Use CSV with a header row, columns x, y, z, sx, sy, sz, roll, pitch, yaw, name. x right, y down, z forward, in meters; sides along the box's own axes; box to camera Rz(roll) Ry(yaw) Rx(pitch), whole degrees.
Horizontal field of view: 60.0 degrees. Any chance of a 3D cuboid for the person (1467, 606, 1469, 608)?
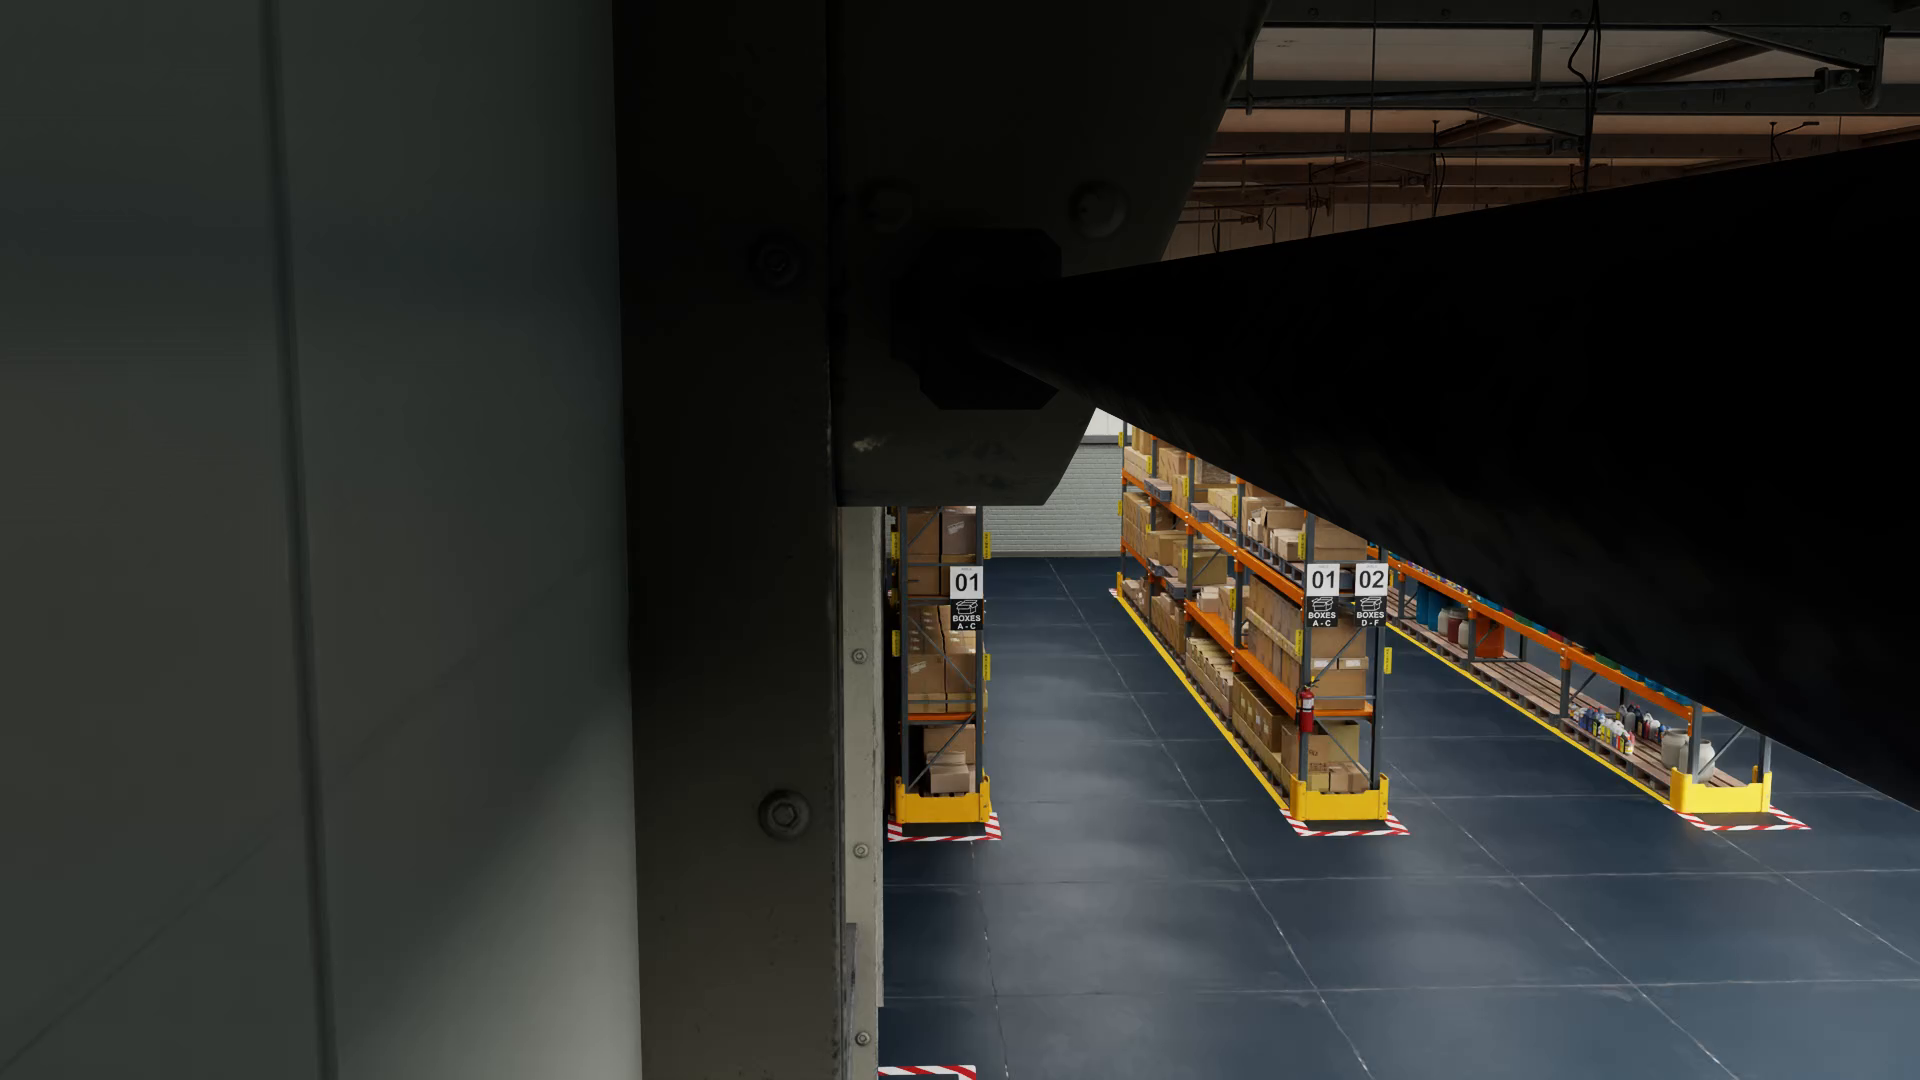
x,y,z,sx,sy,sz,roll,pitch,yaw,name
10.478,0.813,33.618,0.413,1.621,1.064,-1,8,-7,person
